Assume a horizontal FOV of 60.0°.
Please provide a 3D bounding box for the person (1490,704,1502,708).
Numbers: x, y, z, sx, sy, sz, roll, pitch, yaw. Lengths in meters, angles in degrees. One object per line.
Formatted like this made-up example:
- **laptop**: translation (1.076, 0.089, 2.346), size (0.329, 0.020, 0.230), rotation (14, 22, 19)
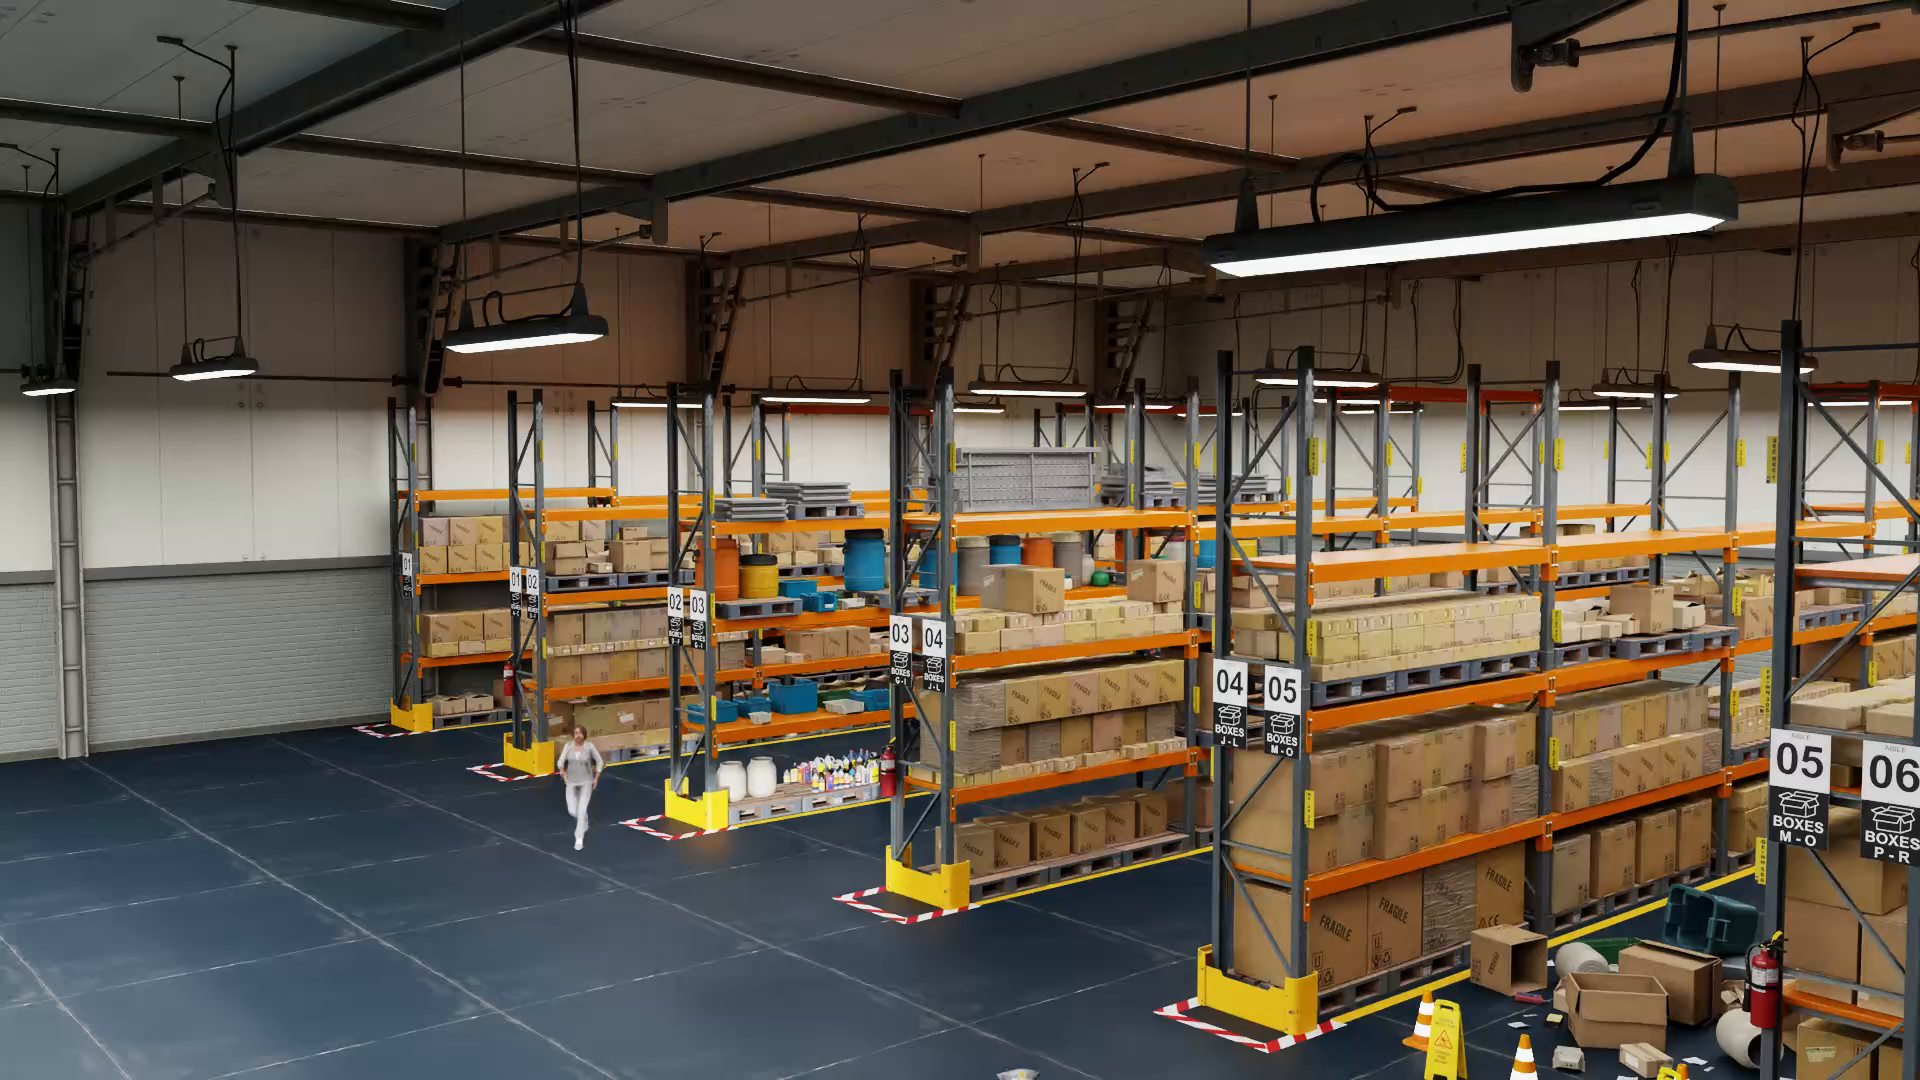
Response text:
- **person**: translation (6.911, 3.020, 21.499), size (0.935, 1.803, 0.669), rotation (-3, 4, -39)

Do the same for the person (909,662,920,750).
- **person**: translation (-0.831, 2.753, 27.565), size (0.584, 1.695, 0.749), rotation (3, 4, 41)

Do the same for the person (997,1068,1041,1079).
- **person**: translation (0.313, 3.791, 9.328), size (0.544, 1.760, 0.740), rotation (0, 3, 5)

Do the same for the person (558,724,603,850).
- **person**: translation (-4.888, 3.147, 21.396), size (0.576, 1.580, 0.588), rotation (0, 3, 0)

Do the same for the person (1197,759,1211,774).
- **person**: translation (3.652, 2.884, 24.998), size (0.611, 1.659, 0.546), rotation (3, 5, 44)
